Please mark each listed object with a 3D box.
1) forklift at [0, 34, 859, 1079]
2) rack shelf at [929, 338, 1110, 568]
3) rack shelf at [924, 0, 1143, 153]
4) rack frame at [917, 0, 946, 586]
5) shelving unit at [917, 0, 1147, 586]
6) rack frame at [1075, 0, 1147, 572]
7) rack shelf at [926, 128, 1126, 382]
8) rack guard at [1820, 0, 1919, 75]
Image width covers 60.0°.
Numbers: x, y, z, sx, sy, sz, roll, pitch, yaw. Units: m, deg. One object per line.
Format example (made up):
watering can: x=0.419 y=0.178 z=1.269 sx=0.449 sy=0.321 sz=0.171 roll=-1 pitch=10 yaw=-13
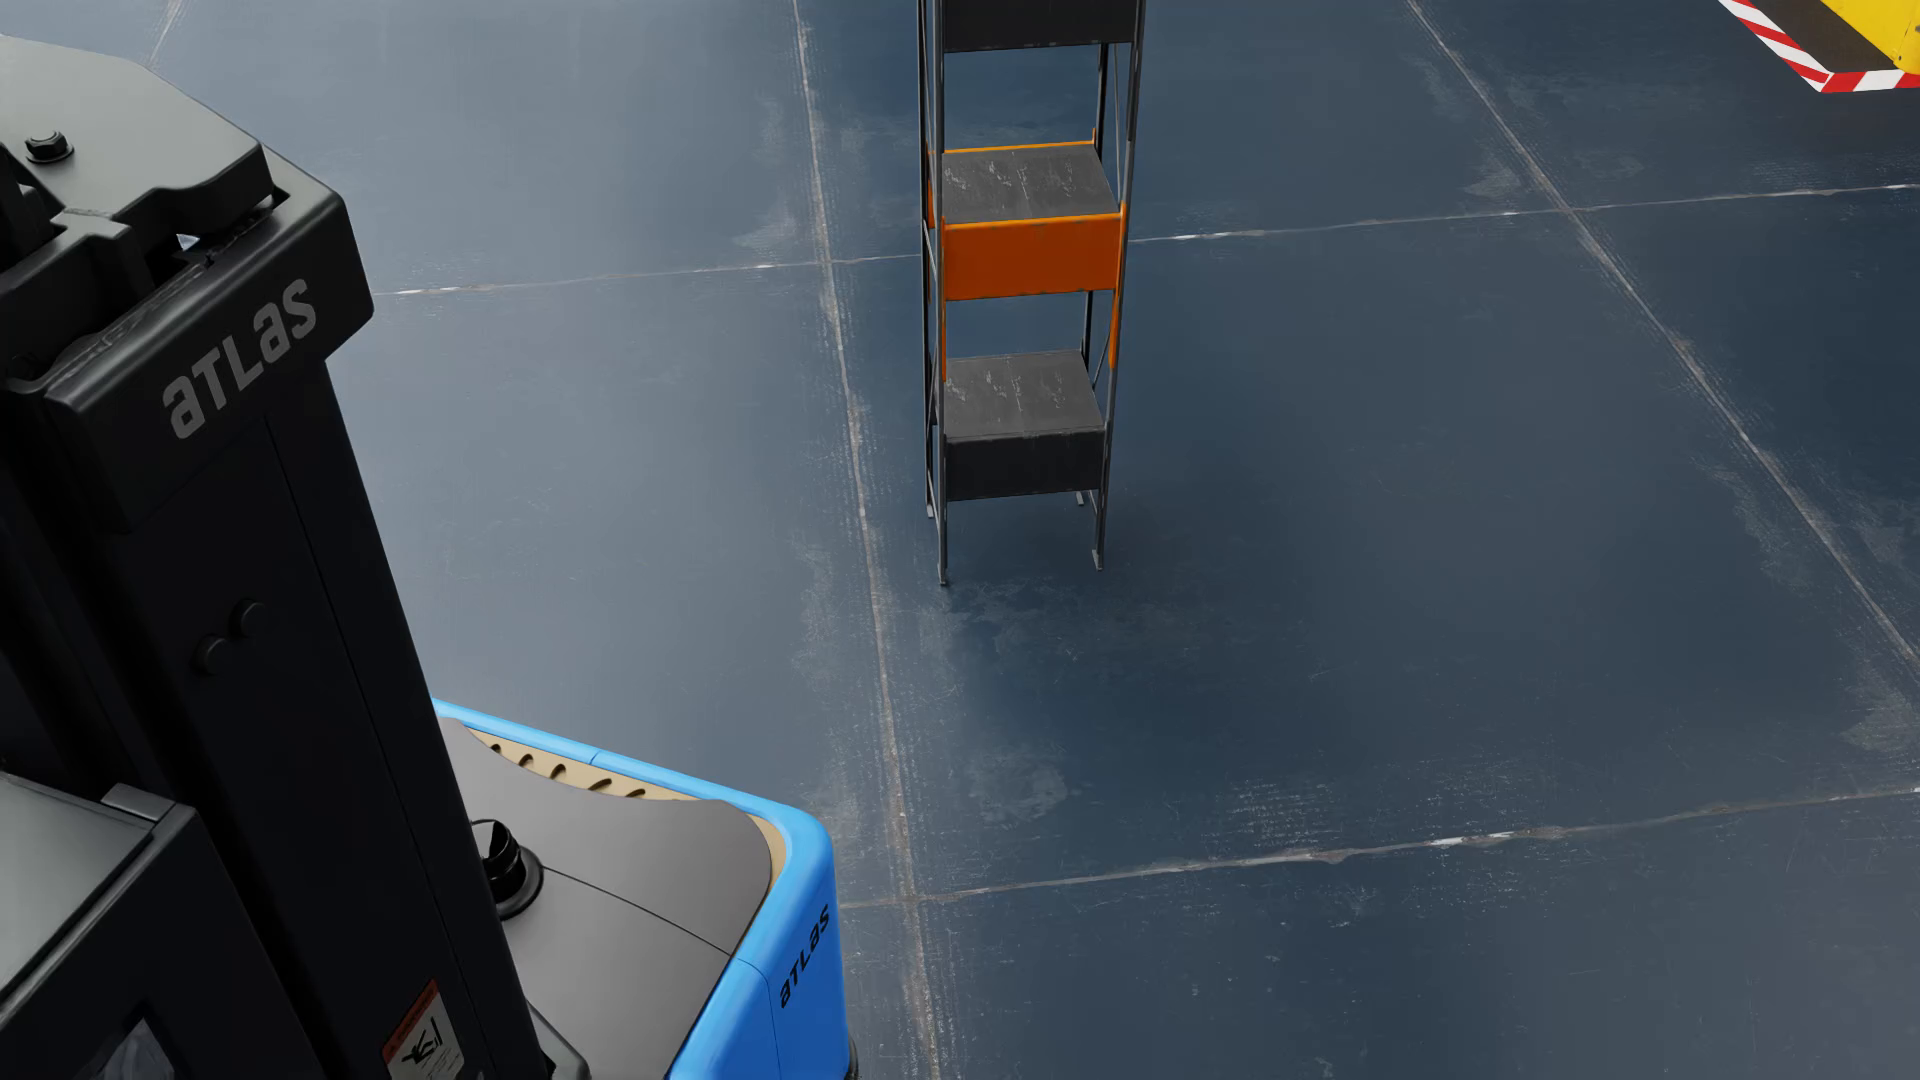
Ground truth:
forklift: x=-1.211 y=1.037 z=1.912 sx=1.130 sy=2.935 sz=3.031 roll=14 pitch=44 yaw=15
rack shelf: x=0.164 y=-0.264 z=5.041 sx=0.480 sy=0.518 sz=0.431 roll=-5 pitch=42 yaw=-6
rack shelf: x=0.164 y=-1.304 z=4.103 sx=0.480 sy=0.518 sz=0.431 roll=-5 pitch=42 yaw=-6
rack frame: x=-0.078 y=-0.773 z=4.539 sx=0.015 sy=2.100 sz=0.400 roll=-5 pitch=42 yaw=-6
shelving unit: x=0.164 y=-0.794 z=4.563 sx=0.503 sy=2.100 sz=0.431 roll=-5 pitch=42 yaw=-6
rack frame: x=0.406 y=-0.815 z=4.586 sx=0.015 sy=2.100 sz=0.400 roll=-5 pitch=42 yaw=-6
rack shelf: x=0.164 y=-0.784 z=4.572 sx=0.480 sy=0.518 sz=0.431 roll=-5 pitch=42 yaw=-6
rack guard: x=4.430 y=-2.710 z=7.881 sx=0.348 sy=0.500 sz=1.175 roll=-5 pitch=42 yaw=-6
